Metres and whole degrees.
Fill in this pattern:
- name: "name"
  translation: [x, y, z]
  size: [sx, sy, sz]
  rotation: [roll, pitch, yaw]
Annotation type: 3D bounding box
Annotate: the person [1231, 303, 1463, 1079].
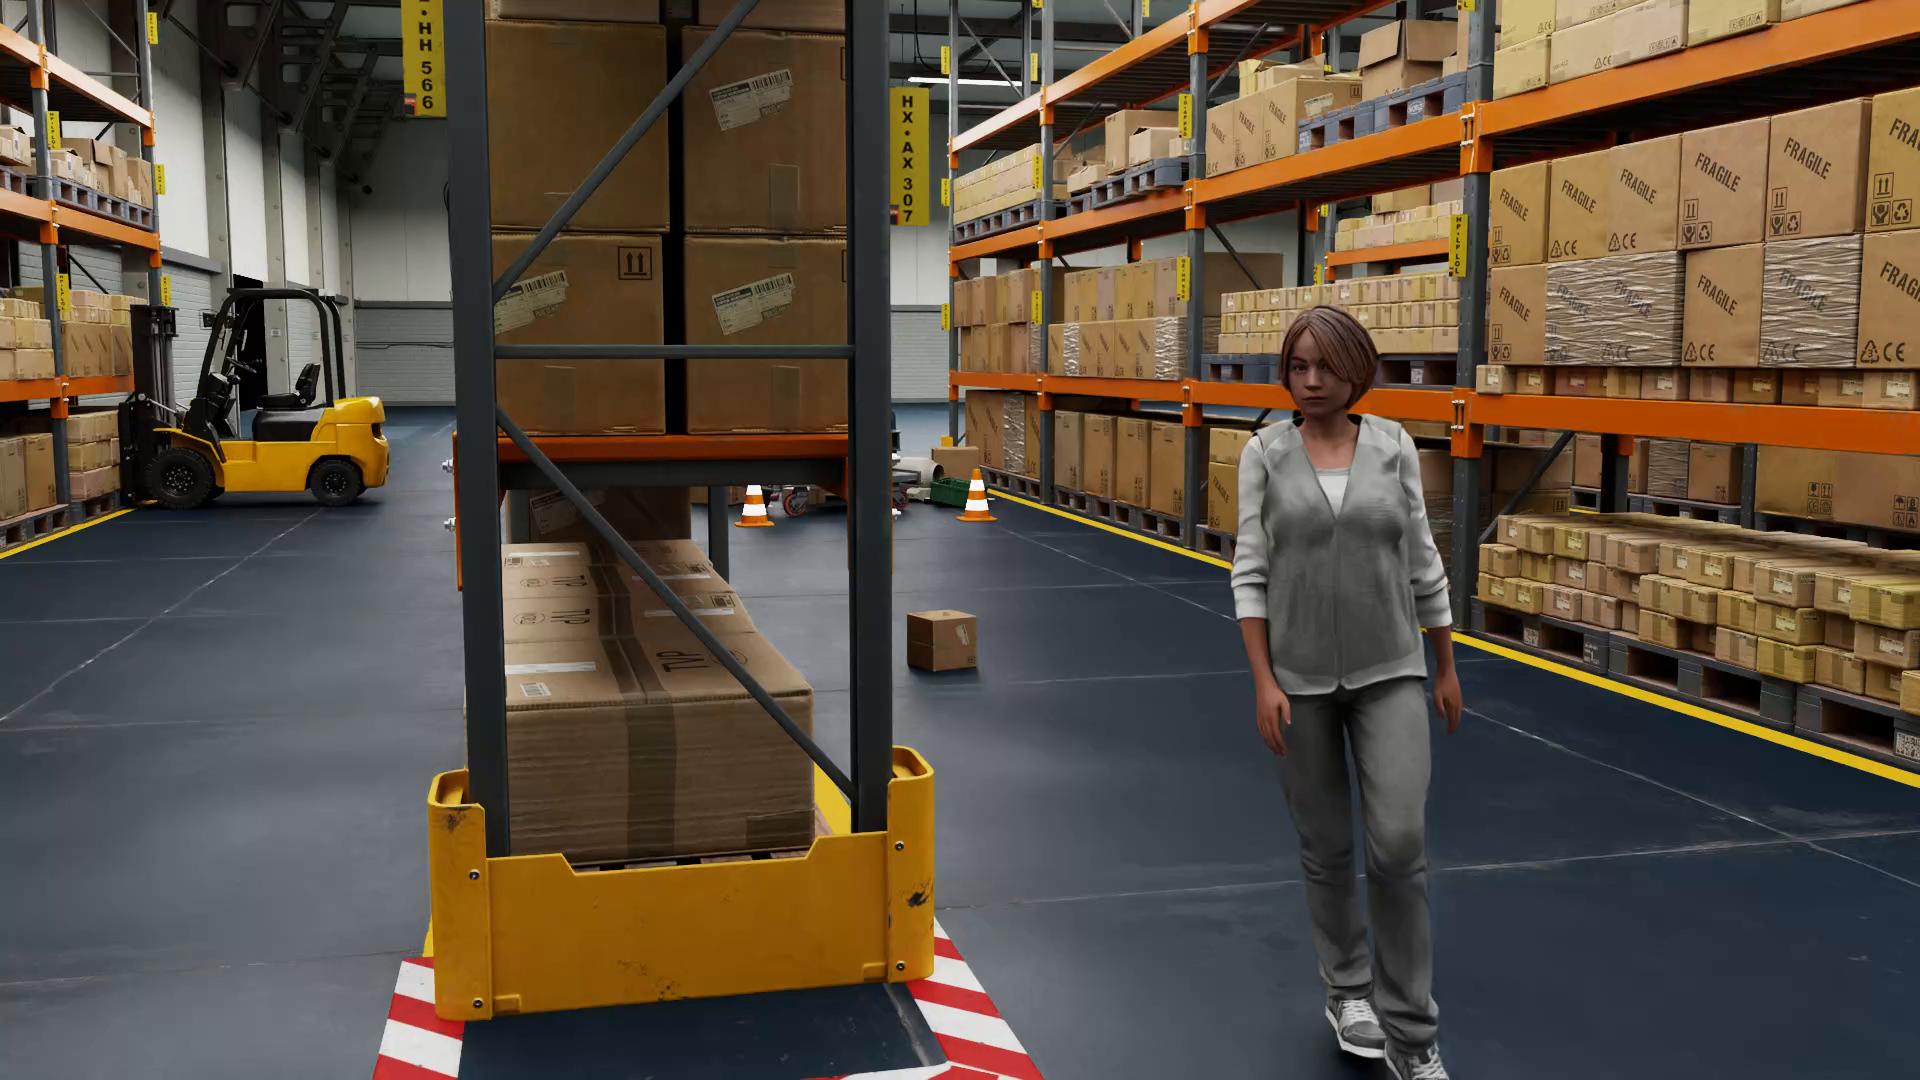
- name: "person"
  translation: [0.797, 0.333, 3.420]
  size: [0.483, 1.626, 0.519]
  rotation: [1, 6, 12]
